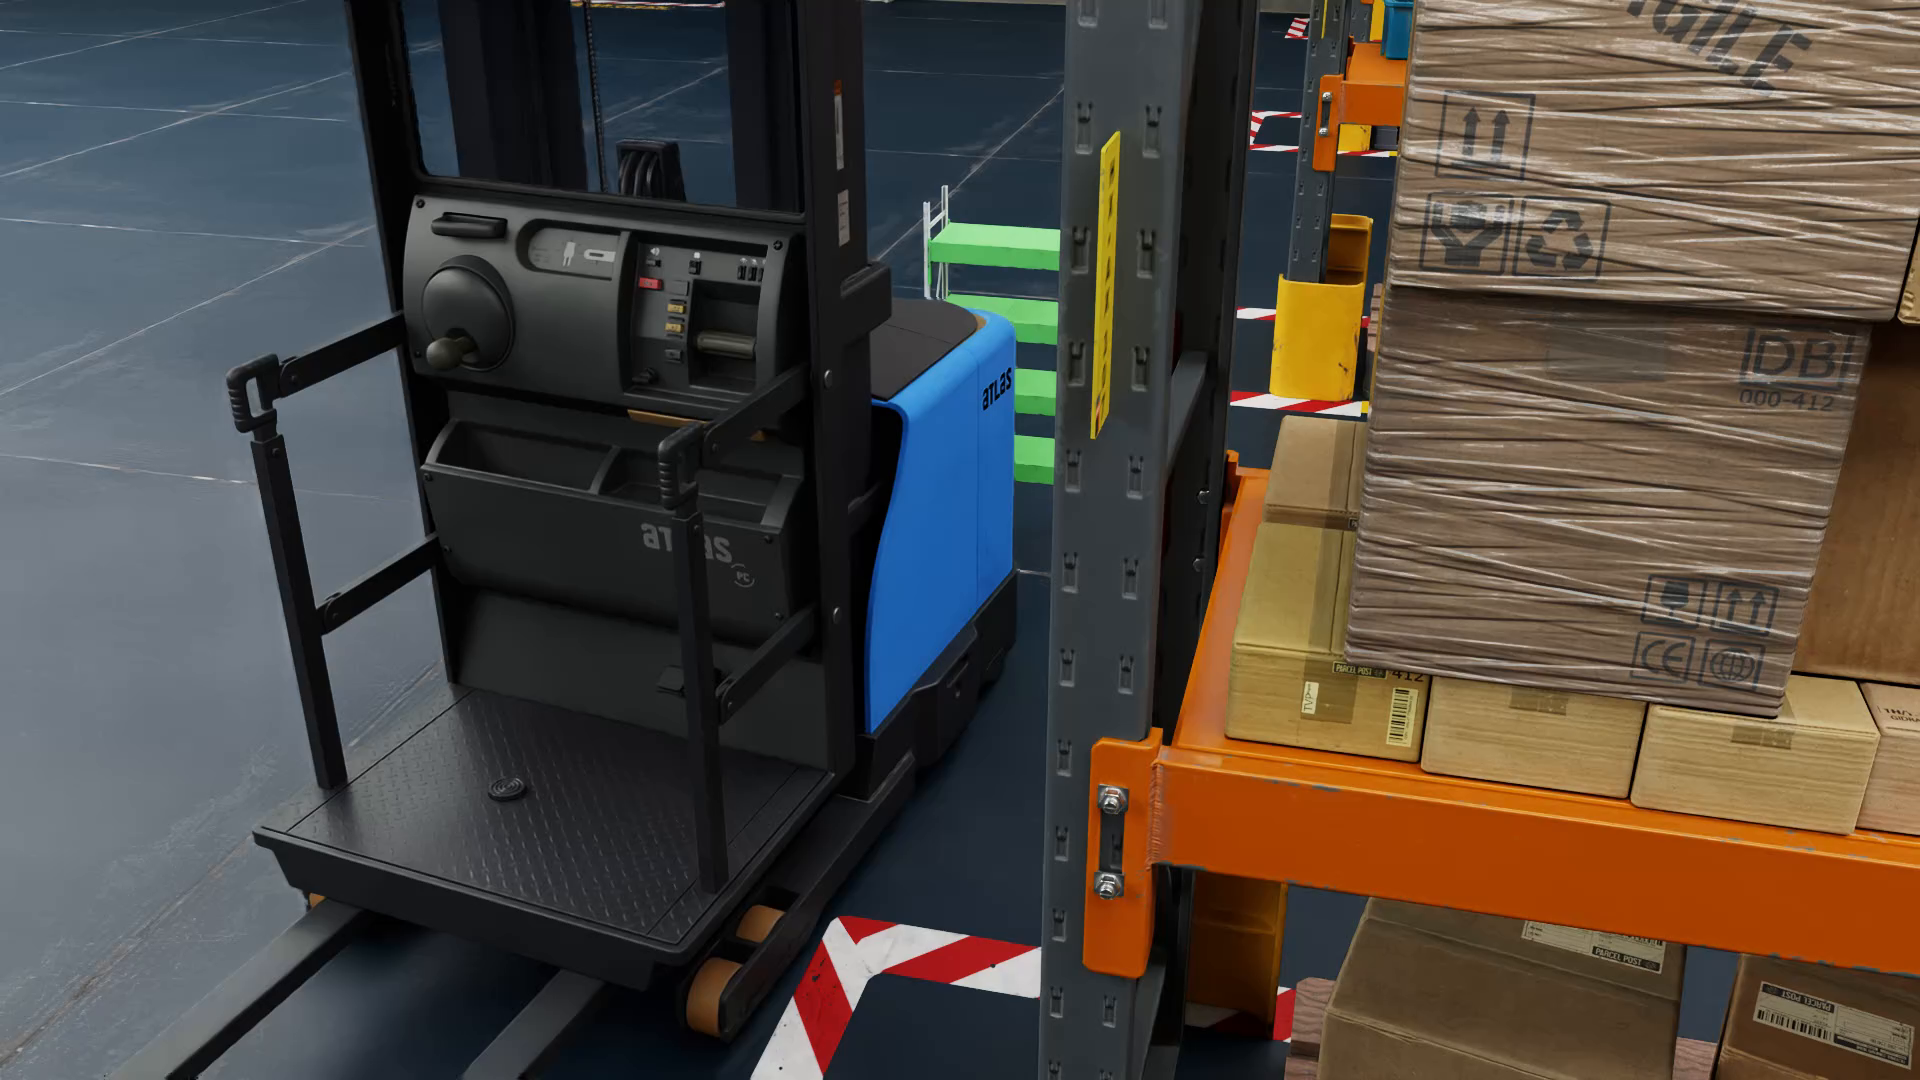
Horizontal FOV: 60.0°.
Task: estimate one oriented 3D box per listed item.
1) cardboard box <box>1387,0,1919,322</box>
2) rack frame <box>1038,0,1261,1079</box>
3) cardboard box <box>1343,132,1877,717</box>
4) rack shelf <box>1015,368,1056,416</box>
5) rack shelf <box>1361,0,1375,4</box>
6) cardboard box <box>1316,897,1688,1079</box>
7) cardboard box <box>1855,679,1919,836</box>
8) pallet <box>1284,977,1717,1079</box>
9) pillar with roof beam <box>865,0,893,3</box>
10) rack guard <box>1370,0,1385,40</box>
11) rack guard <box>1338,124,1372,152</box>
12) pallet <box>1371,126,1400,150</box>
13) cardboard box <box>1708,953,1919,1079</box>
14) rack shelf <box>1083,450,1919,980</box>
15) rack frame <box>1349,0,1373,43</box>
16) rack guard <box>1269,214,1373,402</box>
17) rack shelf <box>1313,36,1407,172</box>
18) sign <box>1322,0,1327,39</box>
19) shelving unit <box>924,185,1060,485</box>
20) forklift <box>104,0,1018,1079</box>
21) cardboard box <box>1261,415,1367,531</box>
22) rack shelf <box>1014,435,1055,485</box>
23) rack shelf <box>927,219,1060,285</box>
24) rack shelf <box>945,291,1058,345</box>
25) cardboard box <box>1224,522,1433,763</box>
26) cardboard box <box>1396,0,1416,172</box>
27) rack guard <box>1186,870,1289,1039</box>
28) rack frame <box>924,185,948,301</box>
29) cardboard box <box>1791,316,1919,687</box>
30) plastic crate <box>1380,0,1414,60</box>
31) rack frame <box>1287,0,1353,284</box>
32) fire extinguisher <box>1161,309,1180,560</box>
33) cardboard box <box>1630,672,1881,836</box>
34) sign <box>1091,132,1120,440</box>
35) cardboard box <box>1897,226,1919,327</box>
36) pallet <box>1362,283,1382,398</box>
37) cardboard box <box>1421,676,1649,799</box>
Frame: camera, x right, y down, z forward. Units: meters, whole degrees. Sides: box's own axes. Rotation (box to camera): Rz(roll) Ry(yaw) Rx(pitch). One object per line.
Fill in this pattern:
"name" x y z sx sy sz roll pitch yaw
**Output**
"cardboard box" 0.761 -0.572 1.837 0.500 0.500 0.500 6 26 13
"rack frame" 0.296 -0.114 2.500 0.127 3.000 1.000 6 26 13
"cardboard box" 0.822 -0.223 2.267 0.500 0.500 0.875 6 26 13
"rack shelf" 0.160 -0.466 5.482 0.480 0.148 0.258 6 26 13
"rack shelf" 4.704 -3.699 10.866 4.000 0.370 1.077 6 26 13
"cardboard box" 0.897 0.899 2.792 0.500 0.500 0.500 11 28 23
"cardboard box" 1.236 0.215 2.101 0.250 0.149 0.380 6 26 13
"pallet" 1.148 1.255 2.868 1.213 0.211 1.003 6 26 13
"pillar with roof beam" -1.993 -8.144 12.388 0.400 9.000 9.100 6 26 13
"rack guard" 4.071 -5.164 16.014 0.348 0.500 1.175 6 26 13
"rack guard" 2.744 -3.112 11.704 0.348 0.500 1.175 6 26 13
"pallet" 3.518 -2.914 11.625 1.213 0.211 1.003 6 26 13
"cardboard box" 1.484 0.949 2.687 0.500 0.500 0.500 14 29 26
"rack shelf" 2.233 0.425 2.205 4.000 0.370 1.077 6 26 13
"rack frame" 2.767 -4.238 11.161 0.127 3.000 1.000 6 26 13
"rack guard" 1.615 -1.059 7.392 0.348 0.500 1.175 6 26 13
"rack shelf" 3.467 -1.637 6.536 4.000 0.370 1.077 6 26 13
"sign" 1.389 -2.072 6.291 0.005 0.325 0.100 6 26 13
"shelving unit" 0.160 -0.524 5.455 0.503 1.200 0.258 6 26 13
"forklift" -0.861 -0.474 3.336 1.130 2.935 3.031 10 27 20
"cardboard box" 0.624 -0.056 2.670 0.250 0.149 0.380 6 26 13
"rack shelf" 0.160 -0.250 5.585 0.480 0.148 0.258 6 26 13
"rack shelf" 0.160 -0.900 5.276 0.480 0.148 0.258 6 26 13
"rack shelf" 0.160 -0.683 5.379 0.480 0.148 0.258 6 26 13
"cardboard box" 0.513 0.129 2.281 0.250 0.149 0.380 6 26 13
"cardboard box" 0.890 -0.789 2.292 0.500 0.500 0.500 6 26 13
"rack guard" 0.370 1.023 3.020 0.348 0.500 1.175 6 26 13
"rack frame" -0.076 -0.550 5.510 0.015 1.200 0.240 6 26 13
"cardboard box" 1.336 -0.219 2.259 0.500 0.500 0.875 6 26 13
"plastic crate" 2.089 -2.180 7.012 0.616 0.251 0.499 6 26 13
"rack frame" 1.530 -2.176 6.831 0.127 3.000 1.000 6 26 13
"fire extinguisher" 0.300 -0.283 2.945 0.183 0.674 0.296 6 26 13
"cardboard box" 0.989 0.197 2.139 0.250 0.149 0.380 6 26 13
"sign" 0.161 -0.279 1.839 0.005 0.325 0.100 6 26 13
"cardboard box" 1.243 -0.516 1.719 0.500 0.500 0.500 6 26 13
"pallet" 2.401 -0.839 7.267 1.213 0.211 1.003 6 26 13
"cardboard box" 0.750 0.164 2.208 0.250 0.149 0.380 6 26 13
